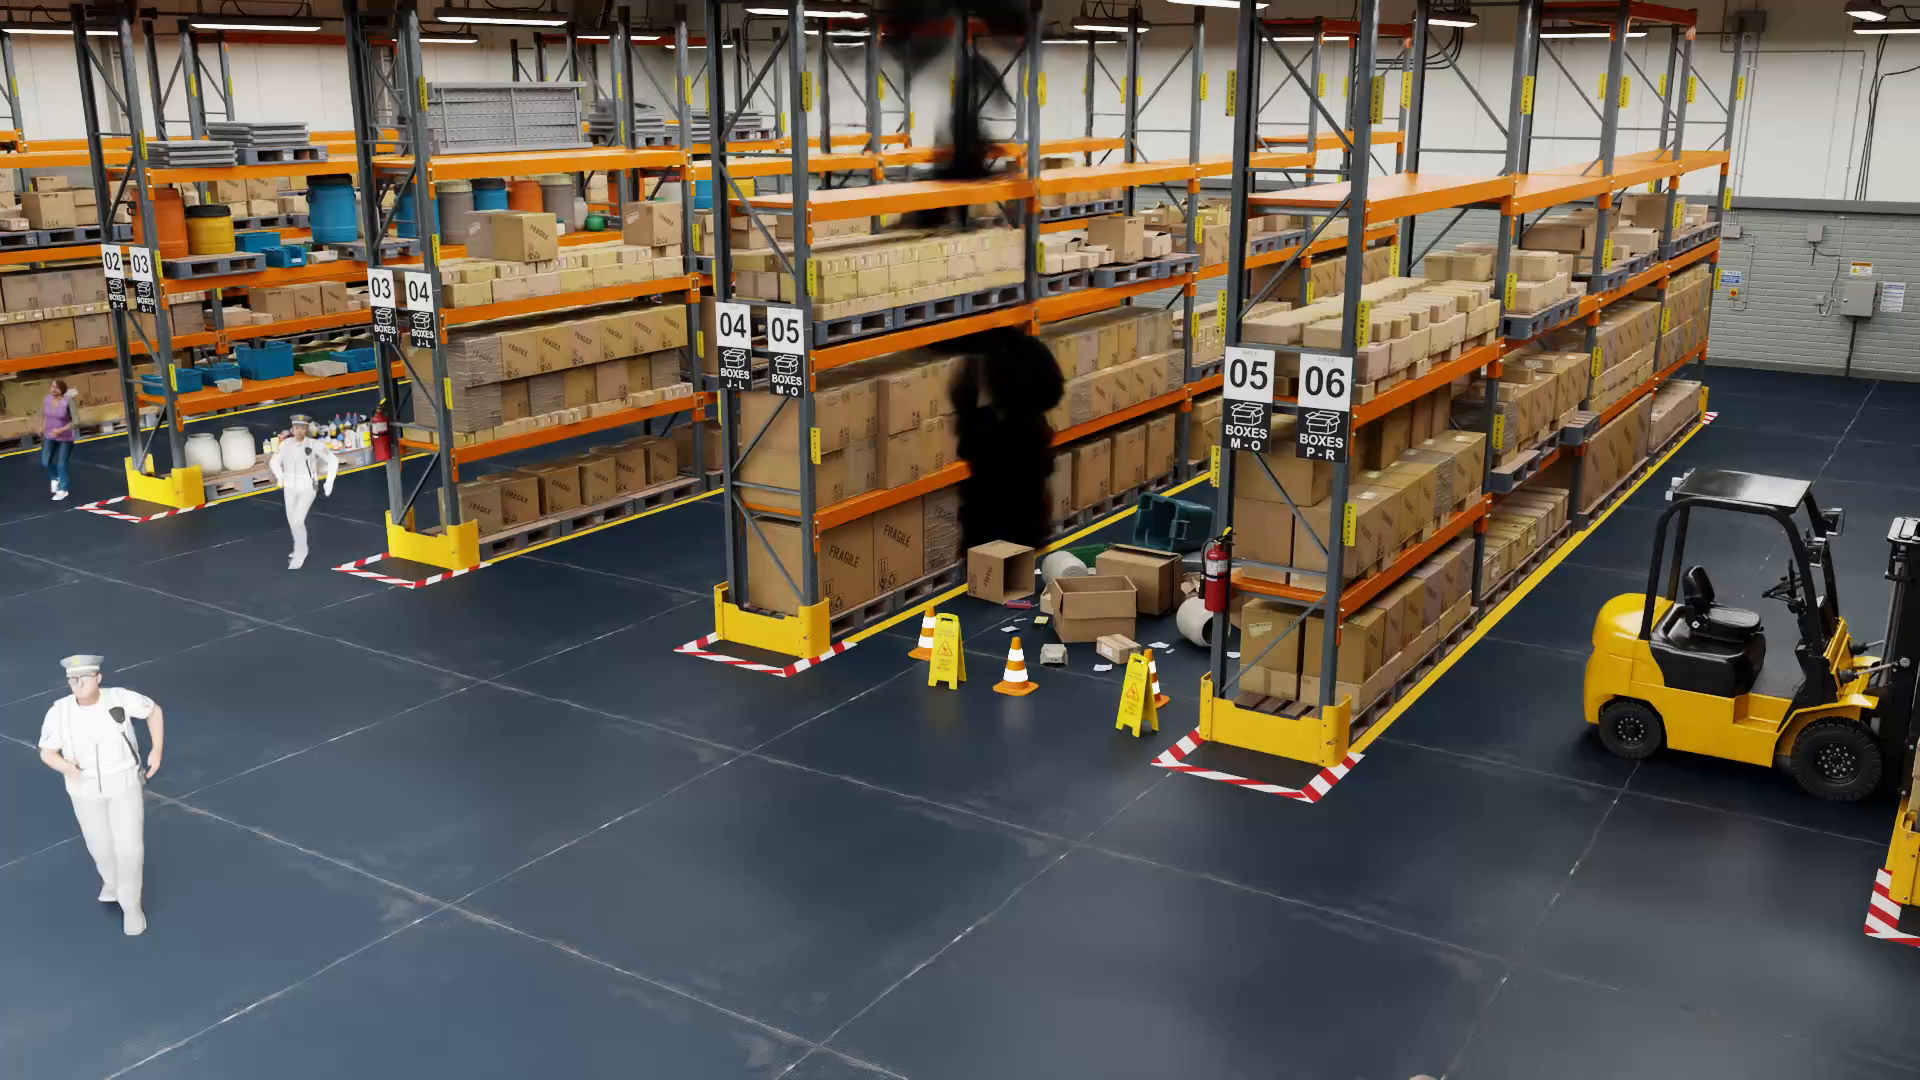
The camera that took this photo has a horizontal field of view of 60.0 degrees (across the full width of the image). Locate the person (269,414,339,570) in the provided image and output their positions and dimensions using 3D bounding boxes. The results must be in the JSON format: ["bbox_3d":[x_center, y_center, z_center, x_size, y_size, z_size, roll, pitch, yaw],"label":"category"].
[{"bbox_3d":[-7.127,-0.536,18.067,0.678,1.706,0.612,1,16,4],"label":"person"}]

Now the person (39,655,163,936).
[{"bbox_3d":[-5.331,1.566,10.398,0.670,1.827,0.767,-5,16,-19],"label":"person"}]

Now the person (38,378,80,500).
[{"bbox_3d":[-11.311,-1.258,20.879,0.555,1.549,0.473,-2,16,-7],"label":"person"}]
